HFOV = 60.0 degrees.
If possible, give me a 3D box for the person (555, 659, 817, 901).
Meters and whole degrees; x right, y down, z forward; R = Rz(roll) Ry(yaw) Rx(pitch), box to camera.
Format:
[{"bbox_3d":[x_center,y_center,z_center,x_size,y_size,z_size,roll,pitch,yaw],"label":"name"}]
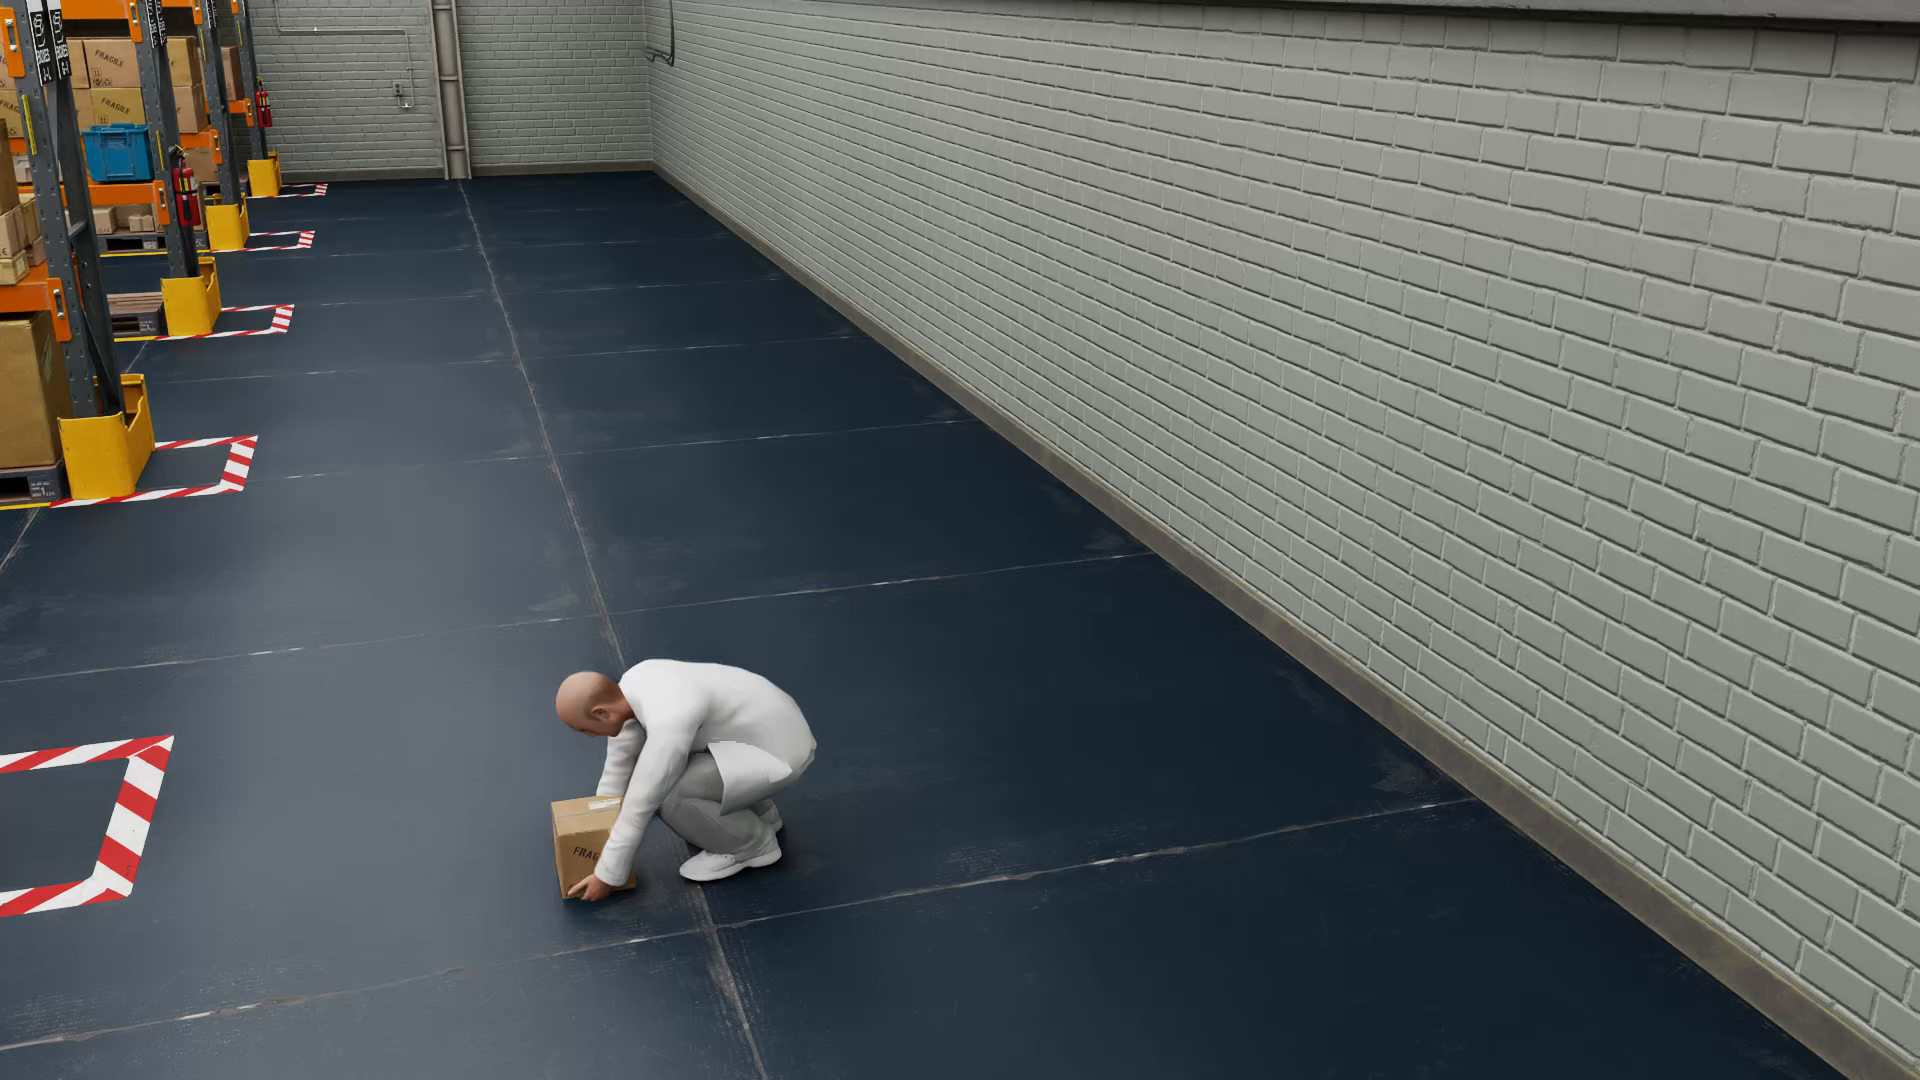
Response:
[{"bbox_3d":[-0.958,0.813,5.864,0.917,0.895,0.581,-6,20,-18],"label":"person"}]
